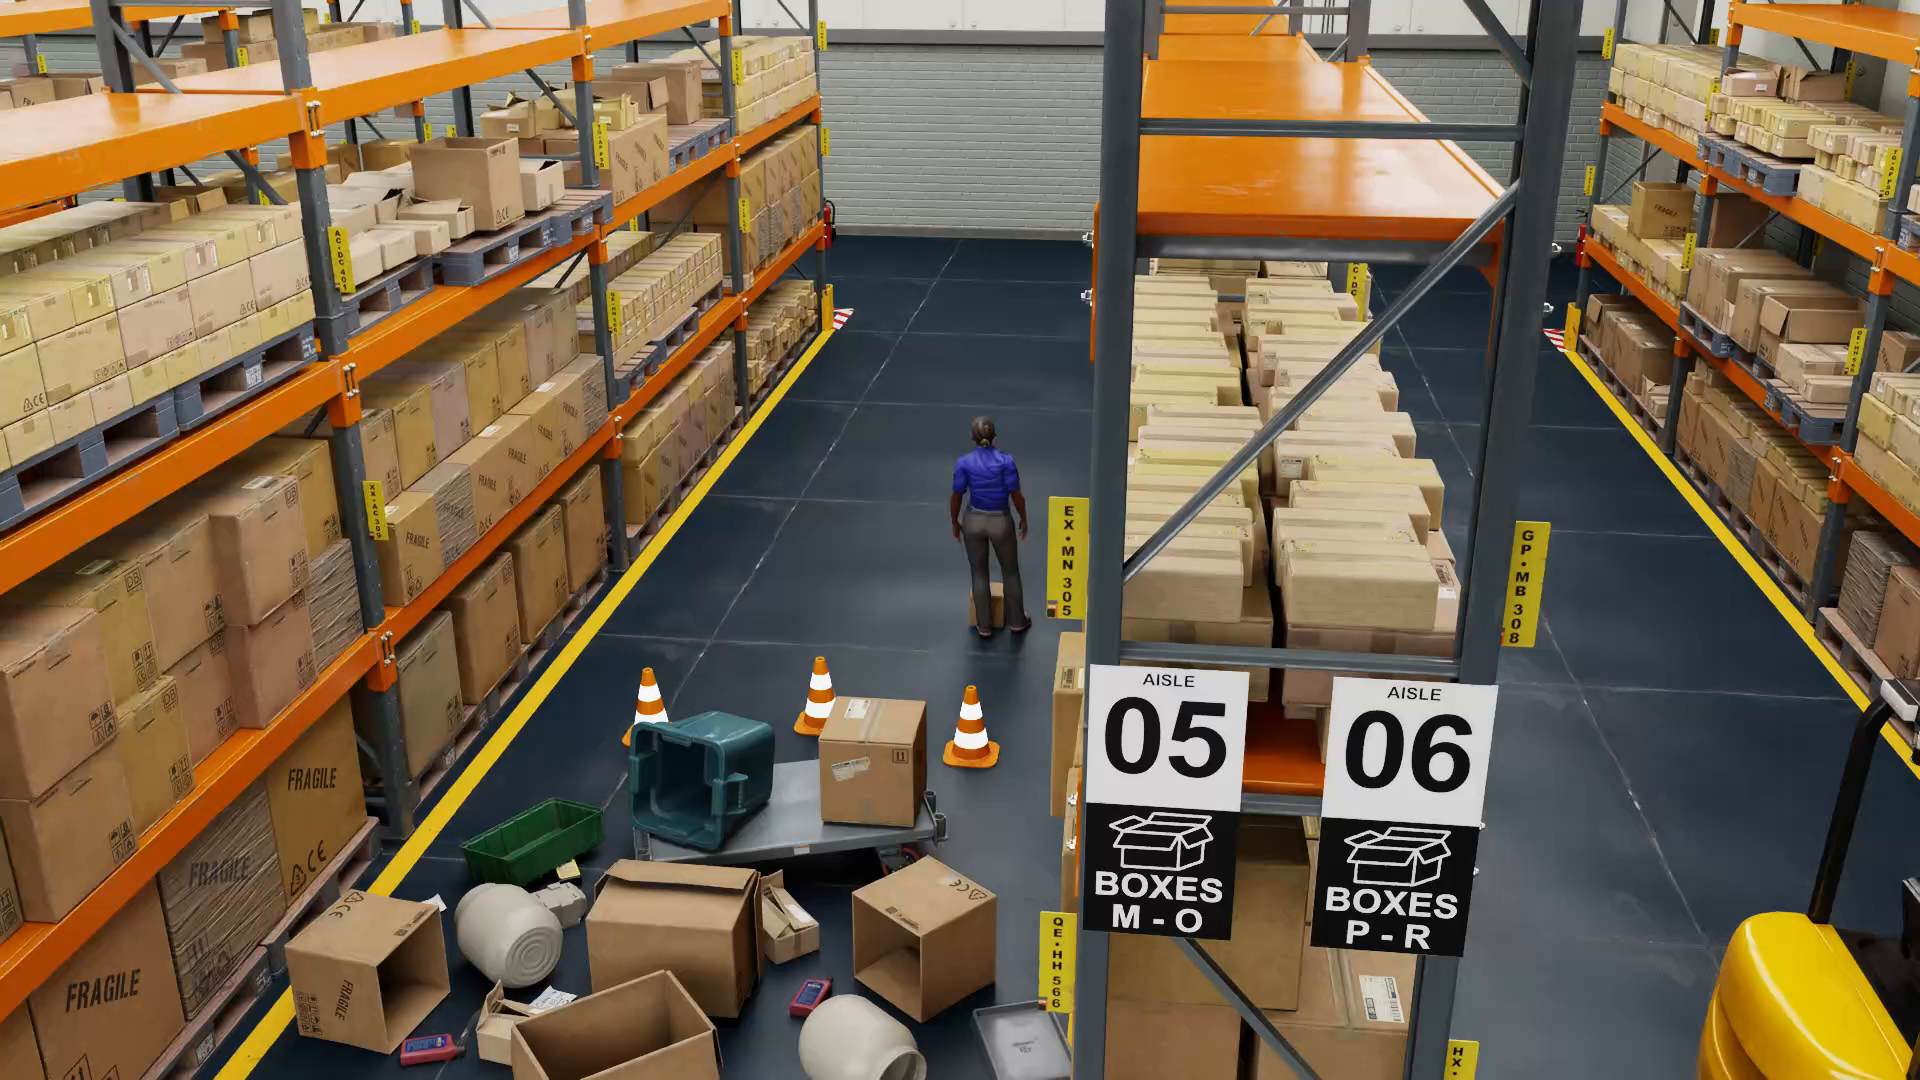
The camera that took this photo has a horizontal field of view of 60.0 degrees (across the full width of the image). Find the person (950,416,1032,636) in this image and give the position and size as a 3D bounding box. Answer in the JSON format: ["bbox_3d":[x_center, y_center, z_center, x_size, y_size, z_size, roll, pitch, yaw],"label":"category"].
[{"bbox_3d":[0.225,-0.118,11.767,0.569,1.654,0.504,3,21,6],"label":"person"}]
